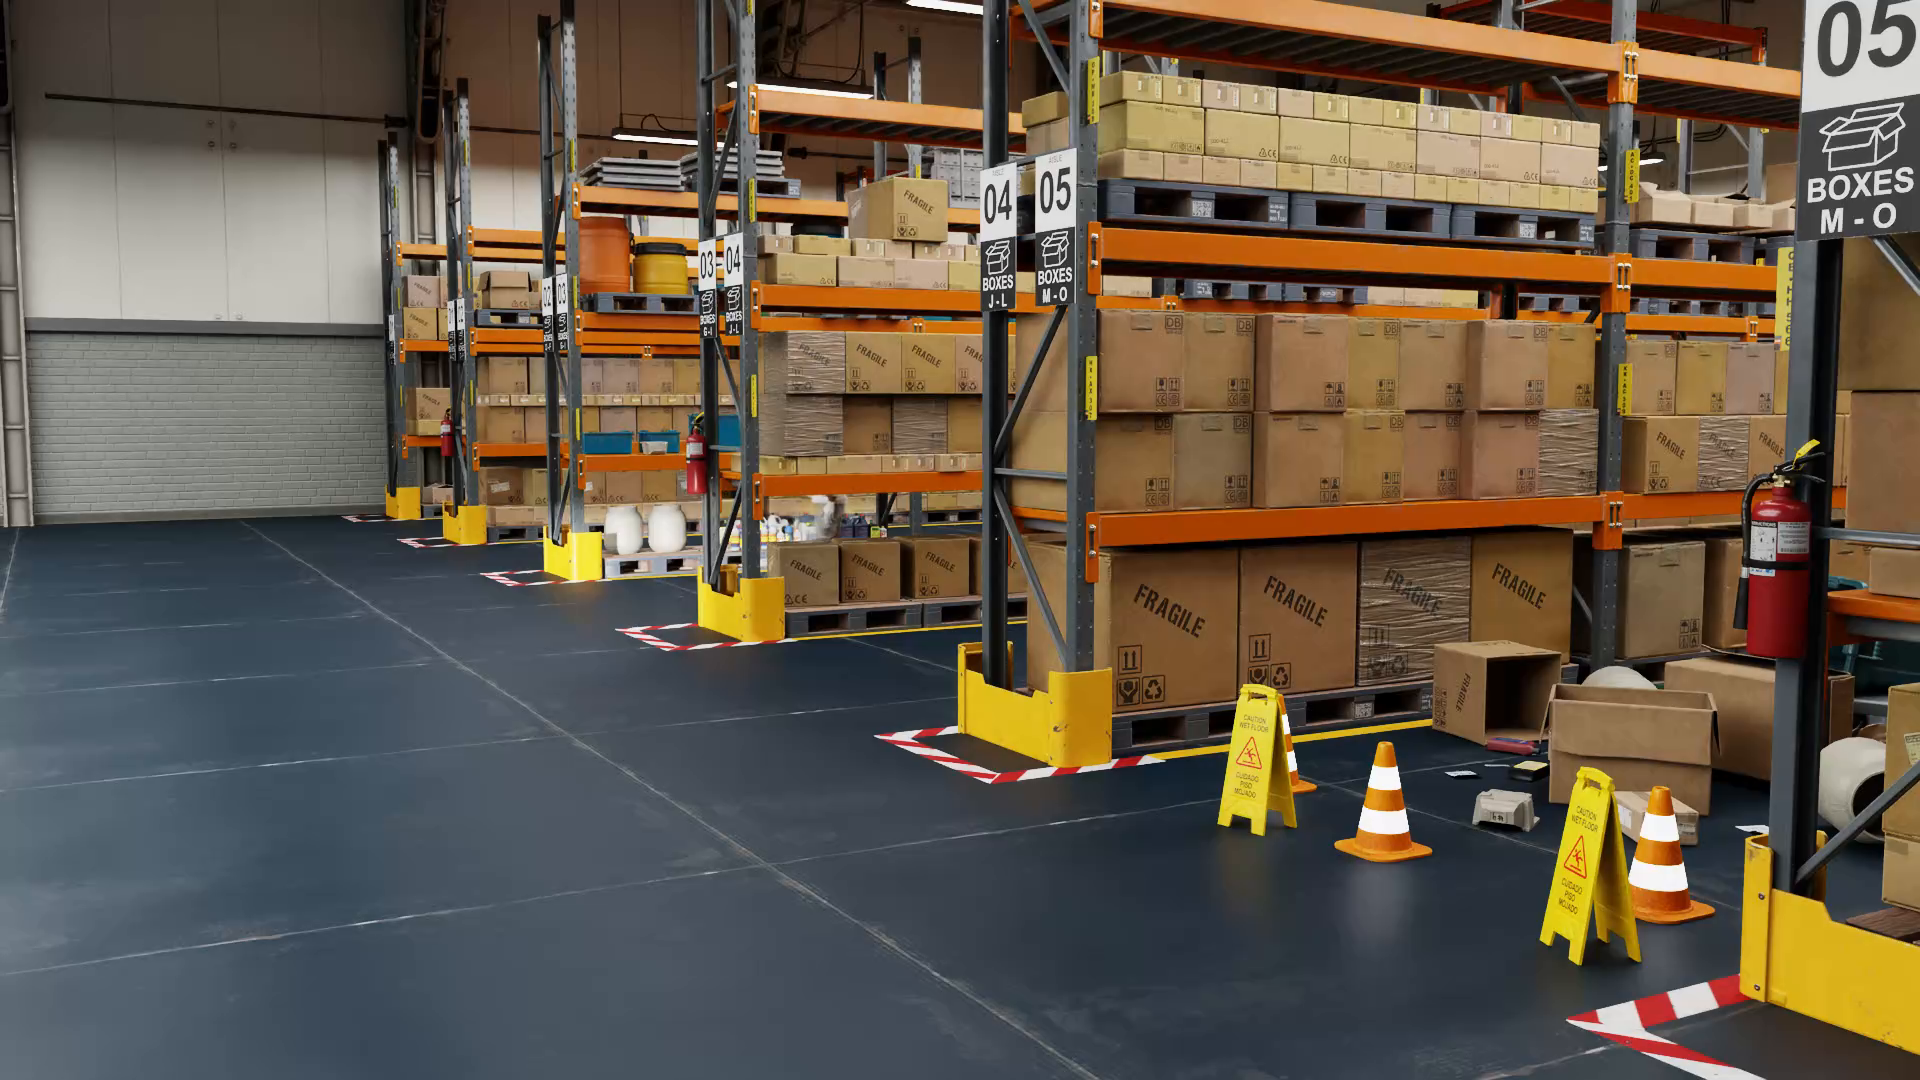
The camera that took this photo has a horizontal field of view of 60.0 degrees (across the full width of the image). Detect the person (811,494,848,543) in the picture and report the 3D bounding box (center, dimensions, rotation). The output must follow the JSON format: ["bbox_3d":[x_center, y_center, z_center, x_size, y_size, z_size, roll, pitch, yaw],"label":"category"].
[{"bbox_3d":[-1.266,-0.309,15.463,0.446,1.769,0.605,0,5,-3],"label":"person"}]
